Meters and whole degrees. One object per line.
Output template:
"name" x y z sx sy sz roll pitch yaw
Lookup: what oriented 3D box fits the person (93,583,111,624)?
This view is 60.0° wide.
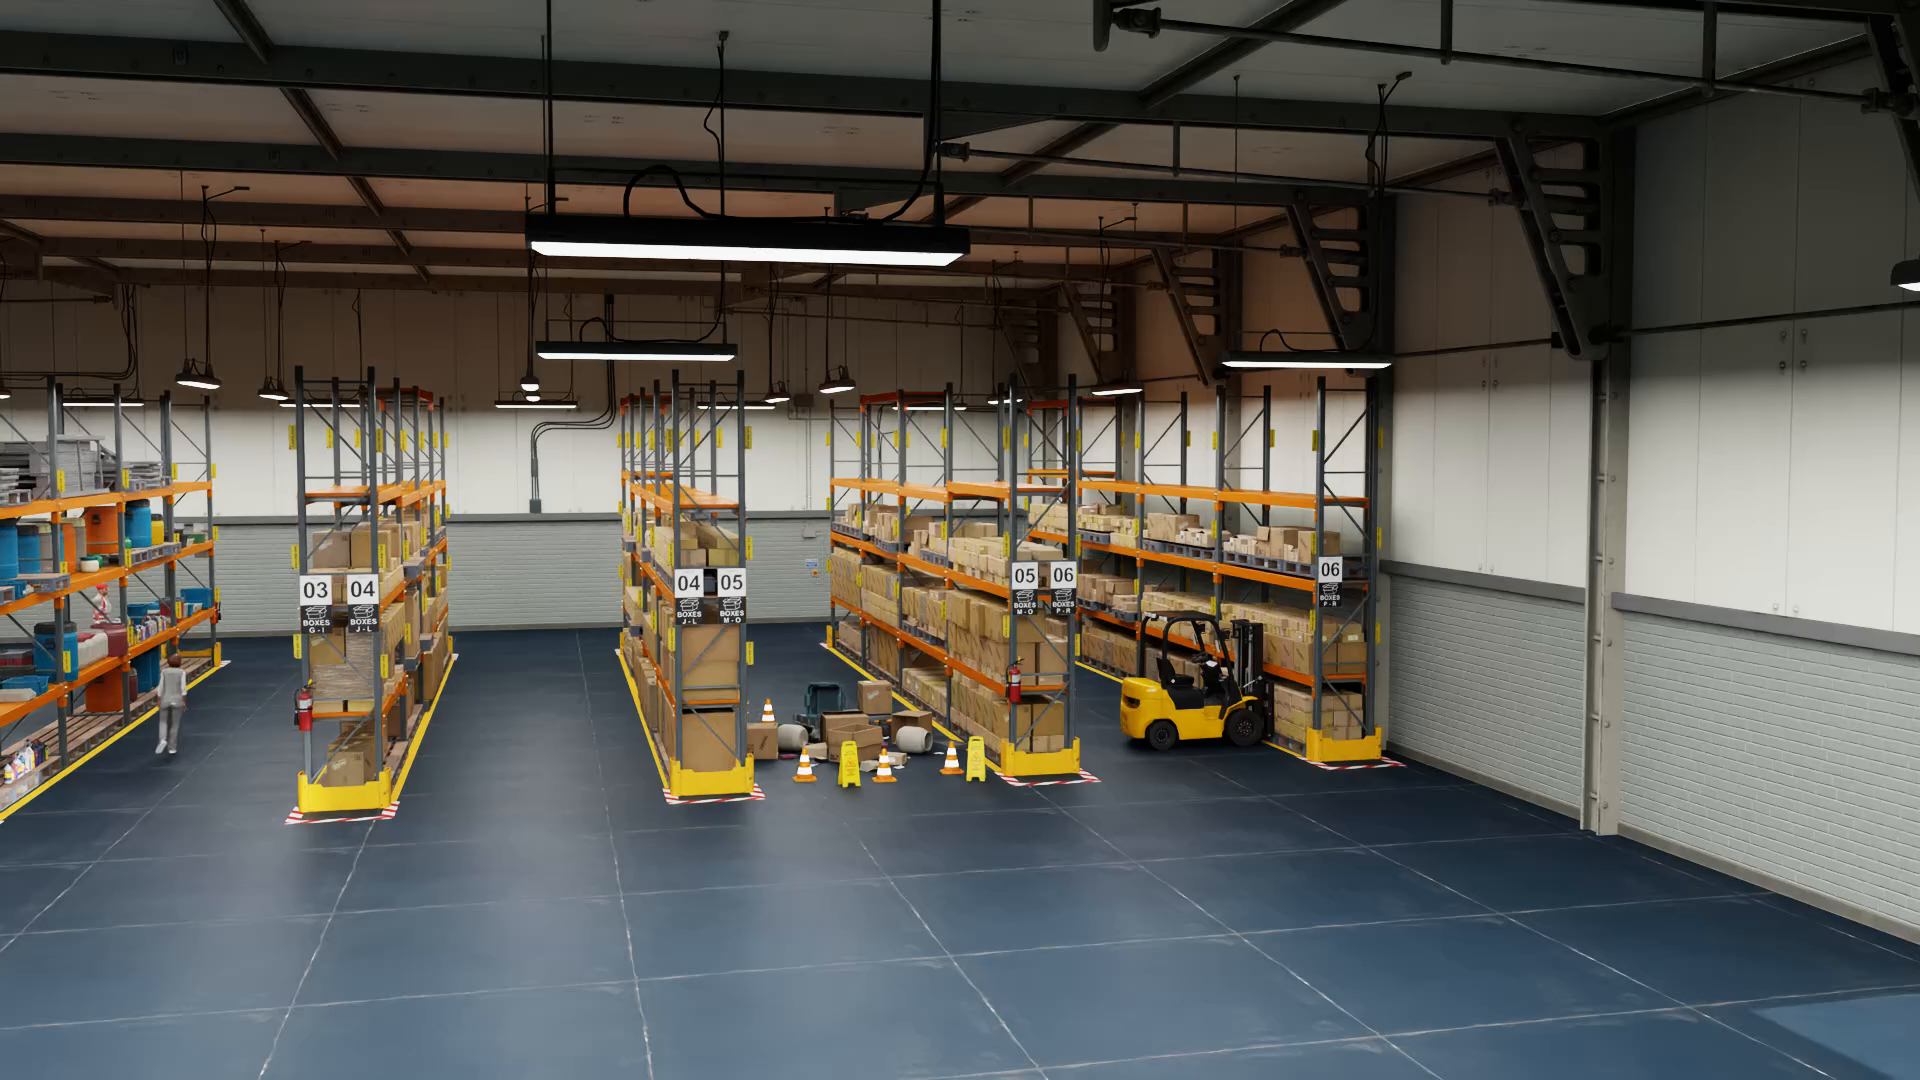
"person" -19.401 1.855 37.491 0.503 1.788 0.582 -1 4 -14

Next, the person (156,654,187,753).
"person" -12.561 2.617 26.481 0.444 1.597 0.481 -1 3 -11
